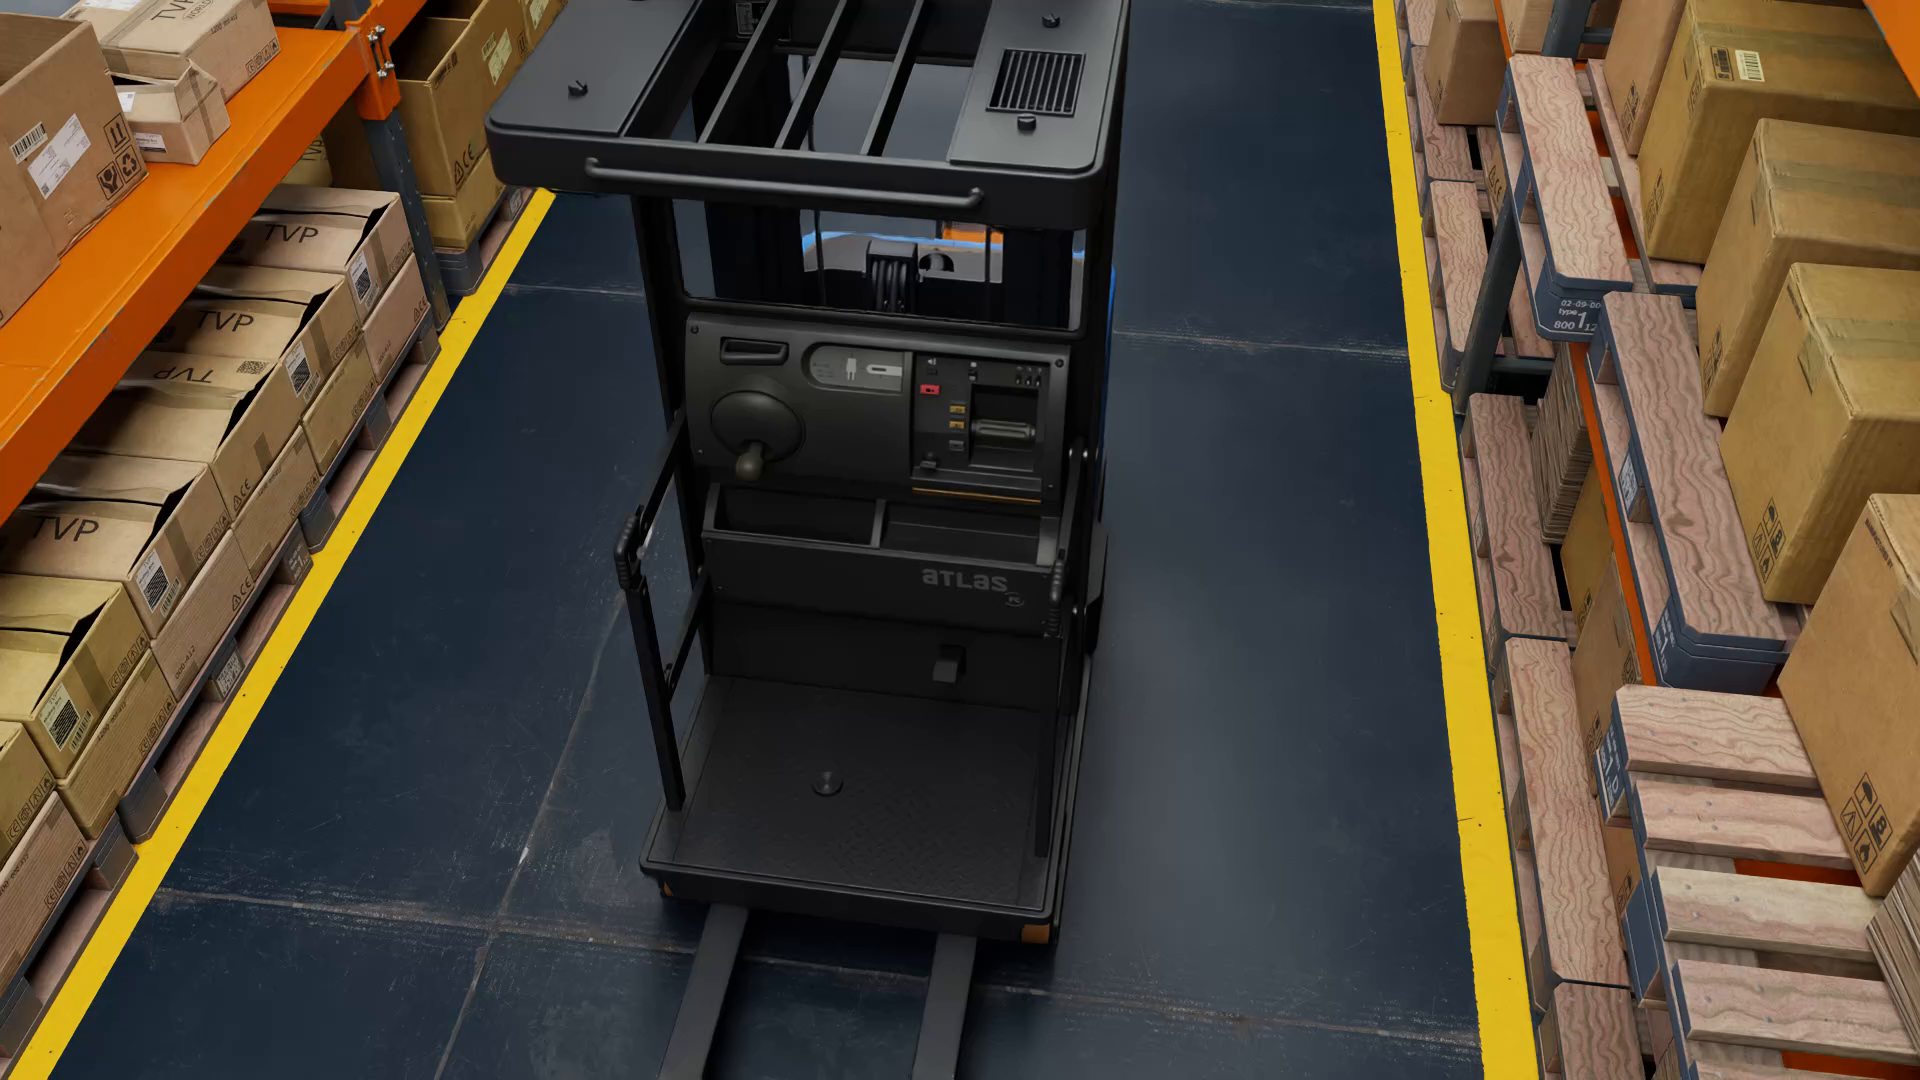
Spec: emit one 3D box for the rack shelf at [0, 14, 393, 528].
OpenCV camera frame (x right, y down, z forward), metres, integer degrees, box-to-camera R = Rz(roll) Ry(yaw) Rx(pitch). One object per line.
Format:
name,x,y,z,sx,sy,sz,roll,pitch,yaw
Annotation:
rack shelf,-2.816,-0.373,4.485,1.077,0.370,4.000,5,44,6

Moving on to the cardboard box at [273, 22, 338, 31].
cardboard box,-2.630,-2.099,6.934,0.500,0.500,0.500,5,44,6

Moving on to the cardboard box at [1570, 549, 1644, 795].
cardboard box,2.152,0.403,4.641,0.700,0.500,0.500,6,44,6

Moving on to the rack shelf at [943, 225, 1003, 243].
rack shelf,0.057,-0.916,5.386,0.258,0.103,0.180,6,44,6

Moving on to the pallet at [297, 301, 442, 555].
pallet,-2.611,-0.479,6.102,1.003,0.211,1.213,5,44,6

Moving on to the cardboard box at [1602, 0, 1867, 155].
cardboard box,2.258,-1.402,4.656,0.700,0.500,0.500,5,44,6

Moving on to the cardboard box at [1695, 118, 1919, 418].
cardboard box,2.121,-0.570,3.777,0.700,0.500,0.500,11,45,11

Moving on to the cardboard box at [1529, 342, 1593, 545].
cardboard box,2.278,-0.298,5.381,0.700,0.500,0.500,7,44,7

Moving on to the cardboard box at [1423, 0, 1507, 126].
cardboard box,2.485,-2.180,7.369,0.700,0.500,0.500,3,44,3

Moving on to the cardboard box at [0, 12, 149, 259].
cardboard box,-2.739,-1.152,4.713,0.500,0.500,0.500,8,44,9

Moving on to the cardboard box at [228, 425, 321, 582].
cardboard box,-2.455,-0.149,5.420,0.500,0.250,0.500,6,44,6

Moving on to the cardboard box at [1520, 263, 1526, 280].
cardboard box,2.400,-1.048,6.415,0.380,0.166,0.250,0,43,0

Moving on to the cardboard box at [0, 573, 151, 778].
cardboard box,-2.590,0.335,4.501,0.500,0.311,0.500,4,44,4

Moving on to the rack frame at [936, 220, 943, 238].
rack frame,0.043,-0.625,5.537,0.240,1.200,0.006,6,44,6

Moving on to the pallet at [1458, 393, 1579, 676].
pallet,2.257,-0.006,5.603,1.003,0.211,1.213,5,44,6

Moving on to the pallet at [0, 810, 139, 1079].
pallet,-2.933,1.184,4.346,1.003,0.211,1.213,5,44,6

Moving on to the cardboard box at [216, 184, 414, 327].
cardboard box,-2.321,-1.053,5.967,0.500,0.311,0.500,5,44,6

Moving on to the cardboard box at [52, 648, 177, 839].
cardboard box,-2.592,0.547,4.685,0.500,0.250,0.500,4,44,4

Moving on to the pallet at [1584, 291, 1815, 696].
pallet,2.051,-0.106,3.820,1.003,0.211,1.213,5,44,6

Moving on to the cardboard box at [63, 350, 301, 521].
cardboard box,-2.452,-0.358,5.233,0.500,0.311,0.500,5,44,5

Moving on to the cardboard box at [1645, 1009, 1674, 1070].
cardboard box,2.057,1.089,3.916,0.700,0.500,0.500,5,44,5

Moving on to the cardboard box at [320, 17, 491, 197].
cardboard box,-2.180,-1.711,6.524,0.500,0.500,0.500,5,44,6

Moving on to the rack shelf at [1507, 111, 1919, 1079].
rack shelf,2.094,0.075,4.012,1.077,0.370,4.000,5,44,6

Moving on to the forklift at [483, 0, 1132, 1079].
forklift,-0.235,-0.223,3.854,1.130,2.935,3.031,6,44,6

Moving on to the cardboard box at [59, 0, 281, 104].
cardboard box,-2.574,-1.603,5.370,0.500,0.250,0.500,8,44,8

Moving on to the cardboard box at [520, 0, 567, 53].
cardboard box,-2.048,-2.392,7.244,0.500,0.500,0.500,5,44,6

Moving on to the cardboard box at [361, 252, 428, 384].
cardboard box,-2.319,-0.842,6.152,0.500,0.250,0.500,5,44,5

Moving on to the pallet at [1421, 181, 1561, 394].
pallet,2.412,-0.998,6.650,1.003,0.211,1.213,5,44,6

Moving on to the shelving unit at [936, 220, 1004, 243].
shelving unit,0.057,-0.687,5.603,0.258,1.200,0.189,6,44,6

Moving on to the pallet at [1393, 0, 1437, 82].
pallet,2.735,-2.661,8.406,1.003,0.211,1.213,5,44,6

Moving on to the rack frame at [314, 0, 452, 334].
rack frame,-2.552,-1.997,5.677,1.000,3.000,0.127,5,44,6

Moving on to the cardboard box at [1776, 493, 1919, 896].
cardboard box,1.929,0.276,2.884,0.700,0.500,0.500,1,43,2
